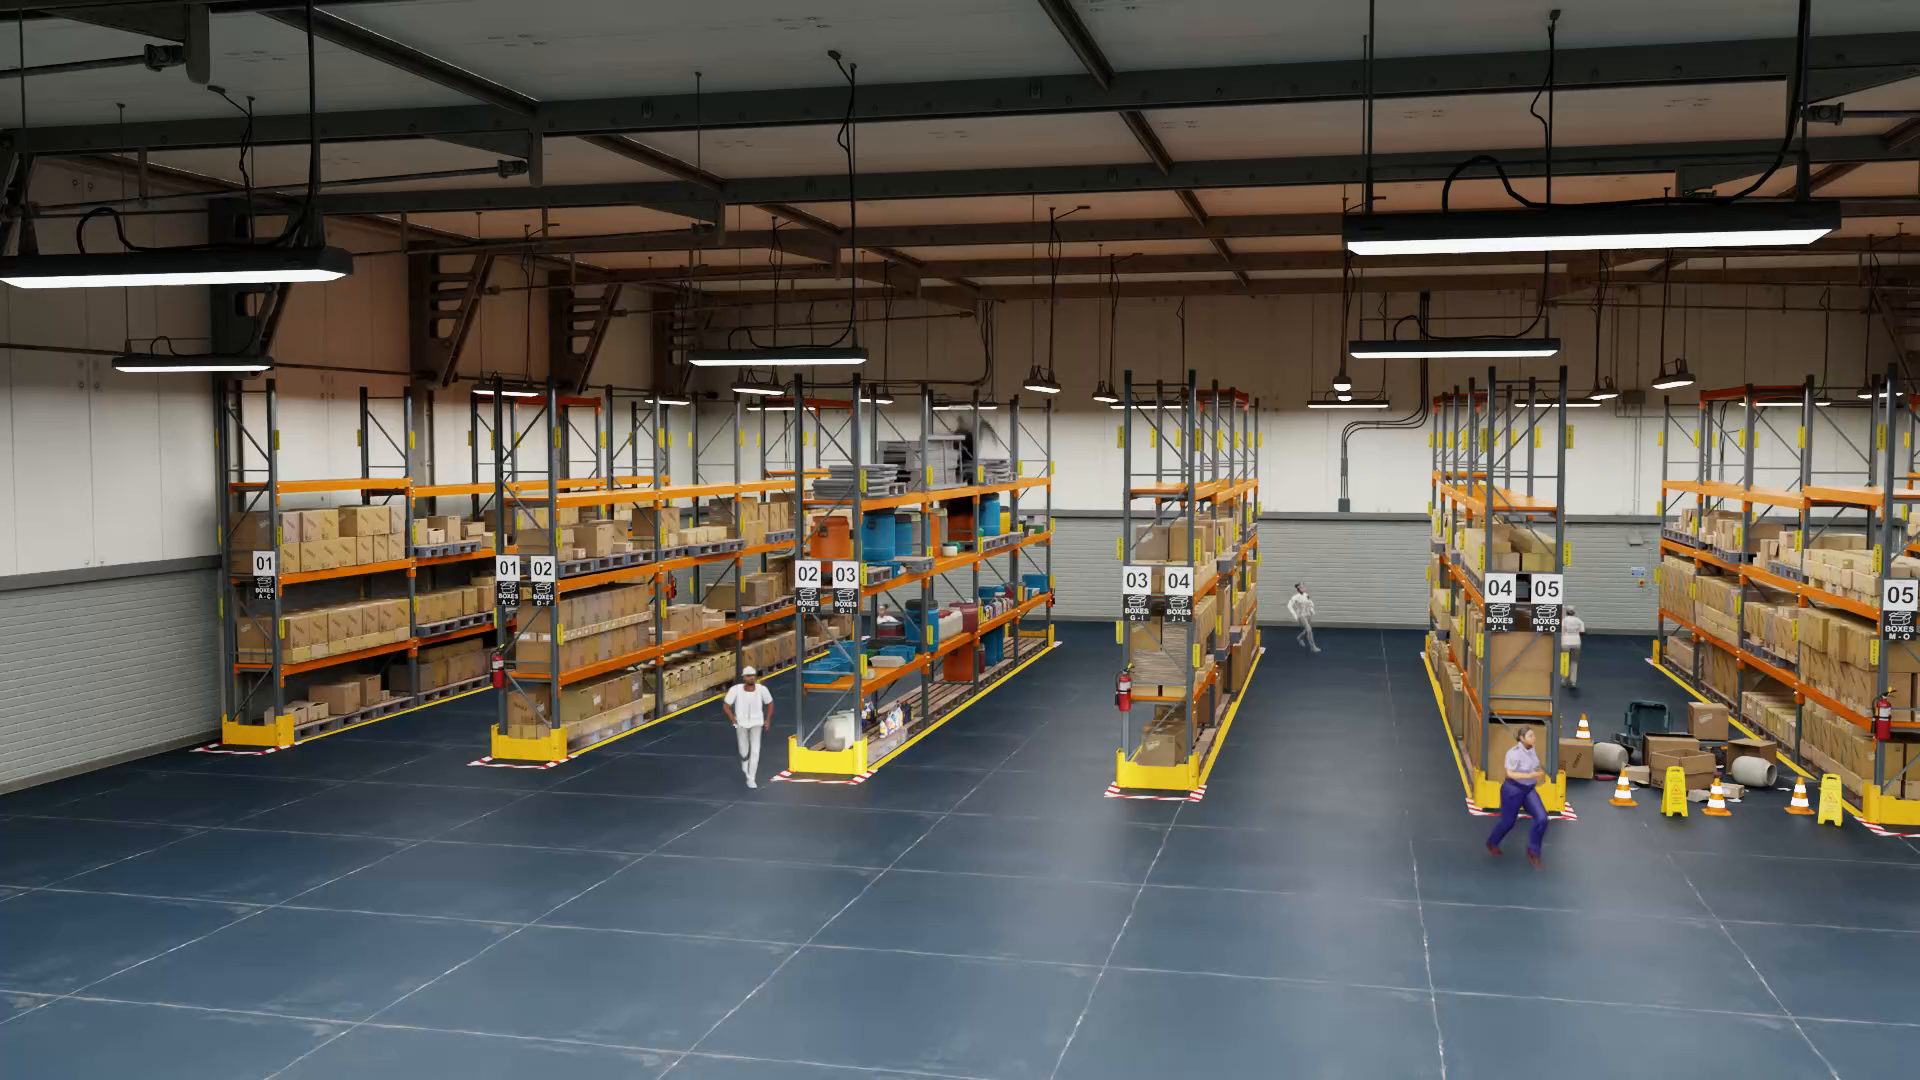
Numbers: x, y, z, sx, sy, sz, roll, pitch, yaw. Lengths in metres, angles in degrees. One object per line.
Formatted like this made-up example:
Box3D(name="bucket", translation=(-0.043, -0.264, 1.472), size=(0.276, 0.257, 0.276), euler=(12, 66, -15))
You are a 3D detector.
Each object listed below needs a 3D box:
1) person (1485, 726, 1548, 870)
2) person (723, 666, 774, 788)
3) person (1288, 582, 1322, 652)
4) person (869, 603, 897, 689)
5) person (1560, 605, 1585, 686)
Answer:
Box3D(name="person", translation=(6.569, 3.017, 19.633), size=(0.626, 1.690, 0.832), euler=(-2, 4, -33))
Box3D(name="person", translation=(-3.073, 2.697, 24.213), size=(0.738, 1.737, 0.657), euler=(-1, 3, -11))
Box3D(name="person", translation=(8.119, 1.811, 39.377), size=(0.676, 1.647, 0.856), euler=(-2, 4, -30))
Box3D(name="person", translation=(-1.556, 2.141, 33.741), size=(0.594, 1.753, 0.753), euler=(1, 4, 15))
Box3D(name="person", translation=(12.376, 2.158, 33.837), size=(0.626, 1.662, 0.637), euler=(1, 3, 11))
